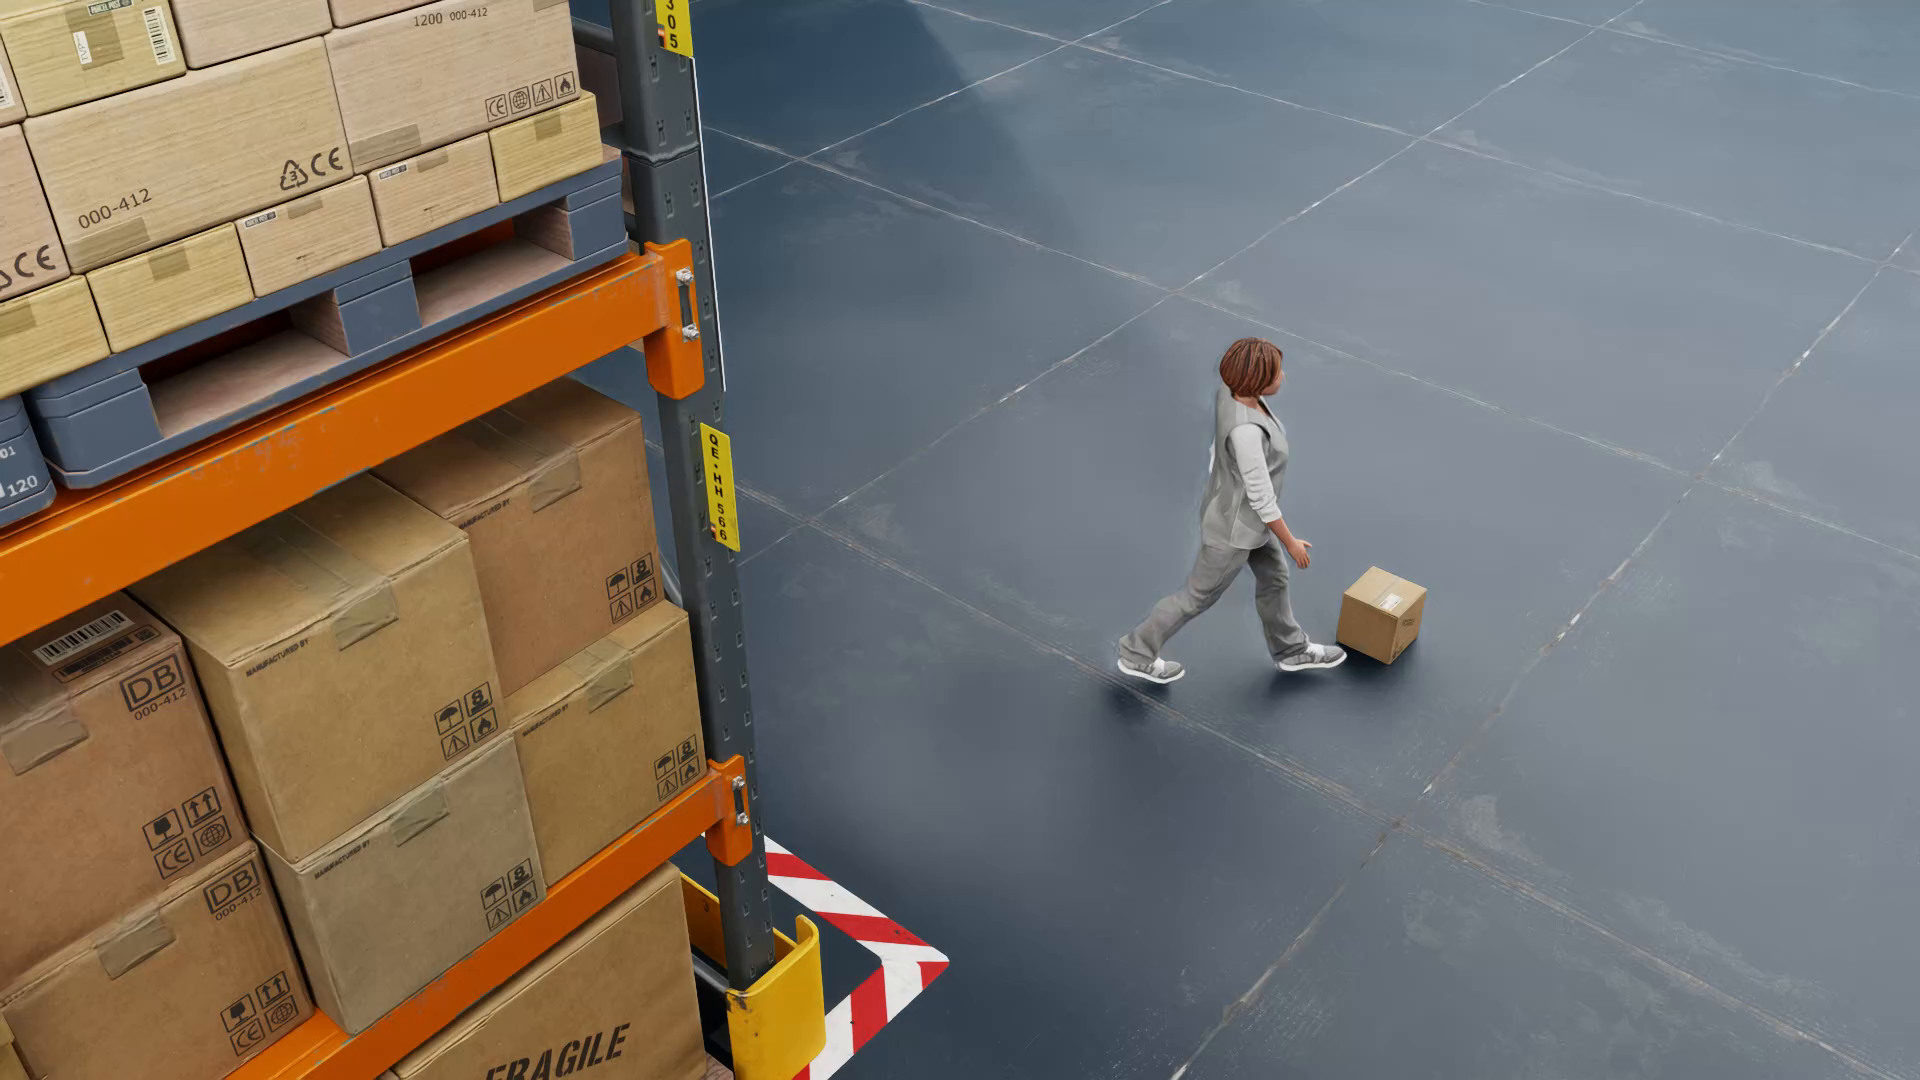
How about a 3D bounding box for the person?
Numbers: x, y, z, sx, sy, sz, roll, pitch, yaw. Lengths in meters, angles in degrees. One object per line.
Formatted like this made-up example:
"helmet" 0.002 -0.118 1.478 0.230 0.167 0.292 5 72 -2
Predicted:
"person" 1.087 -0.072 6.256 0.923 1.546 0.438 5 36 7
